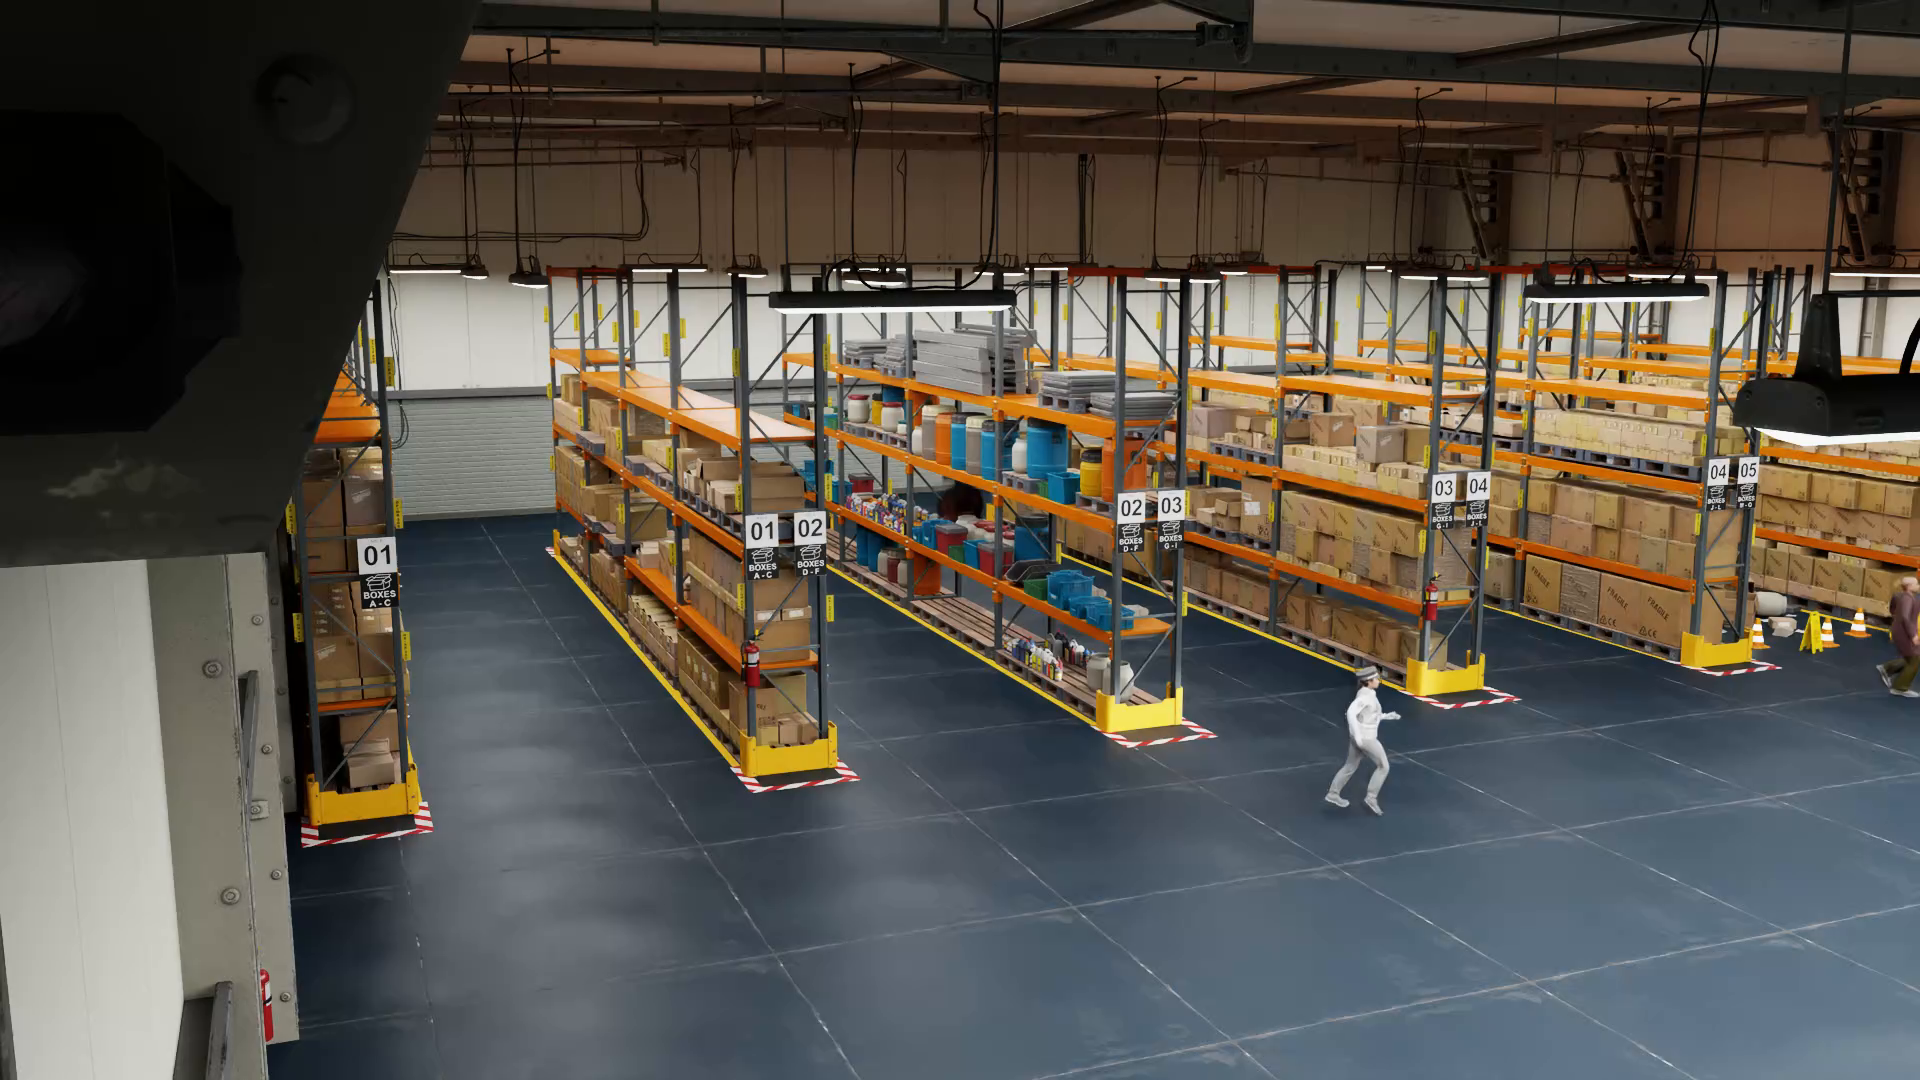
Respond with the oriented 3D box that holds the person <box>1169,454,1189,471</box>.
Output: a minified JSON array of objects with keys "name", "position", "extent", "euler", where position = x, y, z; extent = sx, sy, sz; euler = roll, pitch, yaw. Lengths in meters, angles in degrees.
[{"name":"person","position":[5.390,-1.560,41.167],"extent":[0.745,1.617,0.652],"euler":[-8,13,-39]}]

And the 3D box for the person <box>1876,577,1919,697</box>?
[{"name":"person","position":[13.486,1.382,23.785],"extent":[0.593,1.751,0.748],"euler":[3,10,15]}]

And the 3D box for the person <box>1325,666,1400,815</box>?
[{"name":"person","position":[4.568,2.229,18.803],"extent":[0.812,1.657,0.573],"euler":[0,10,1]}]
